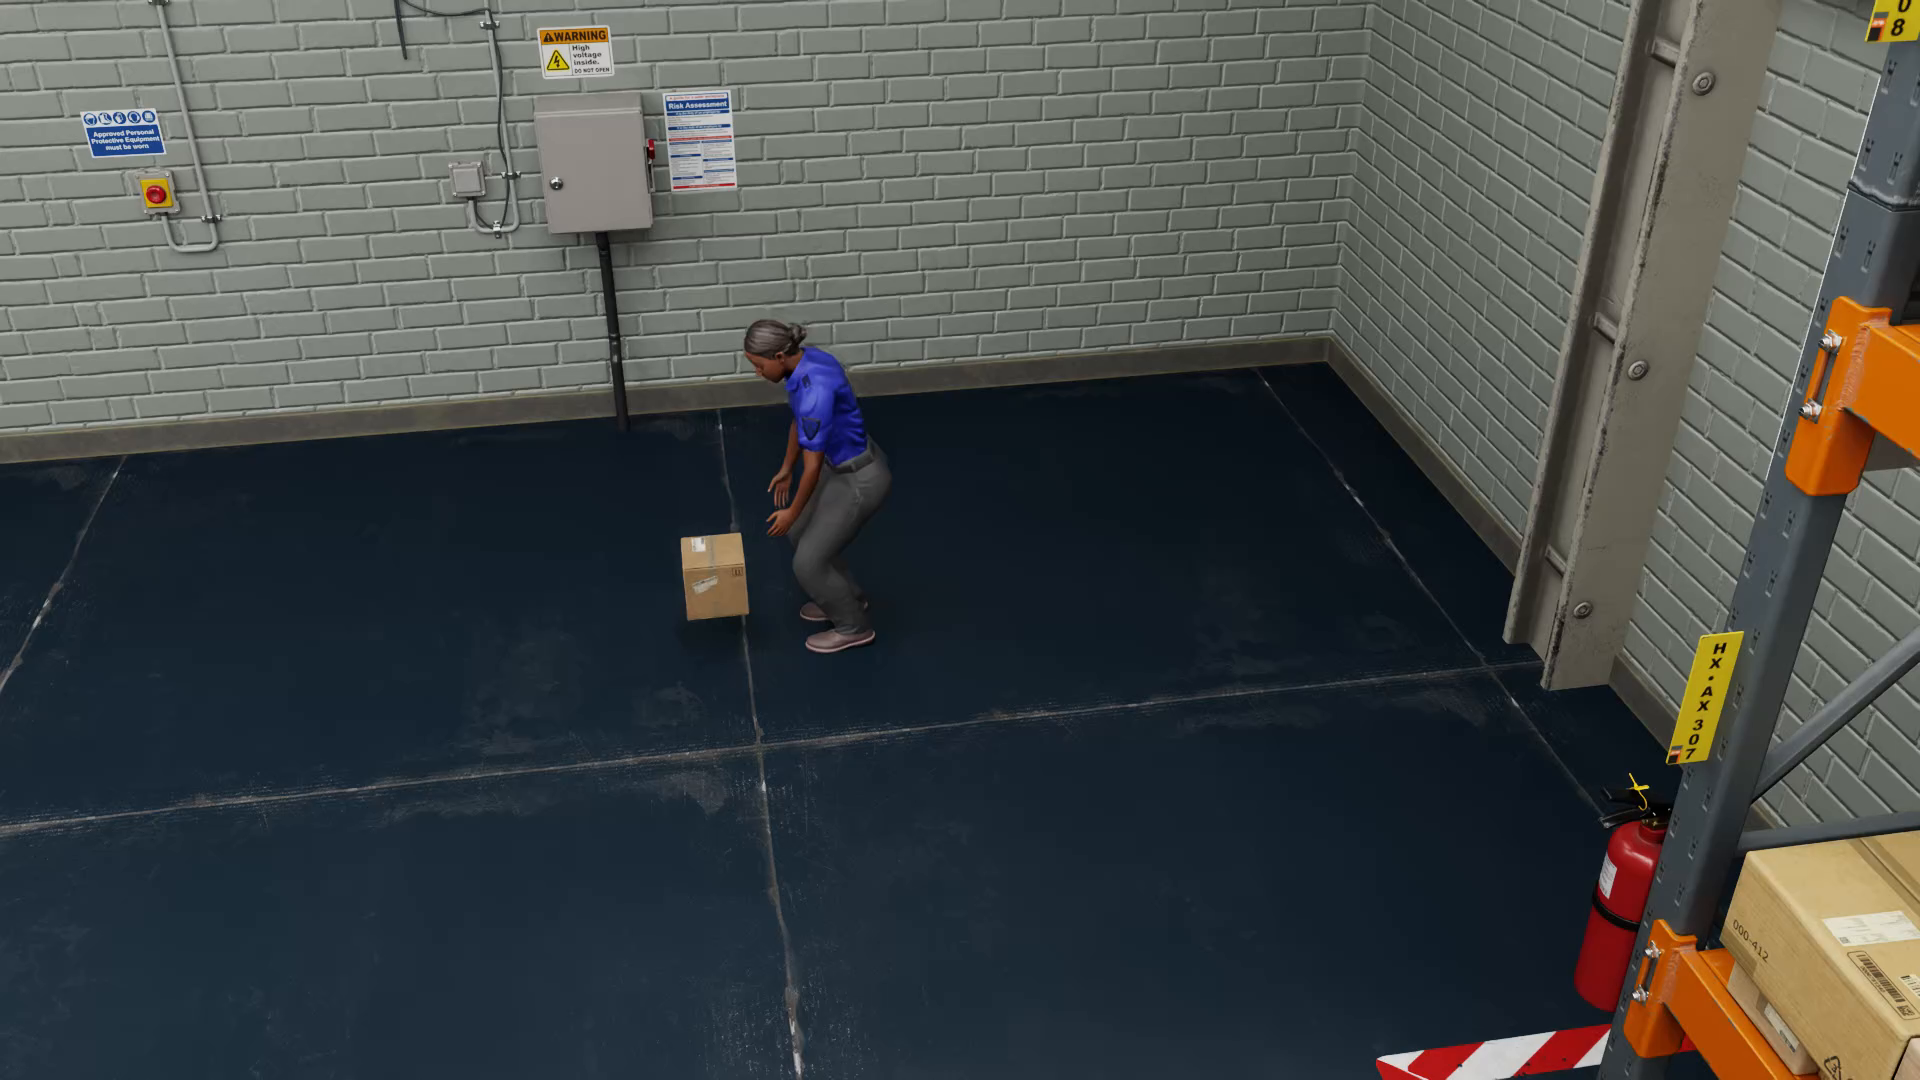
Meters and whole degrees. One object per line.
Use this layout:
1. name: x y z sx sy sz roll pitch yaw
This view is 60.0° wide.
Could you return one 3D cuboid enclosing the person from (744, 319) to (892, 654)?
1. person: -0.550 -0.220 6.707 0.556 1.465 0.490 -5 31 -8
